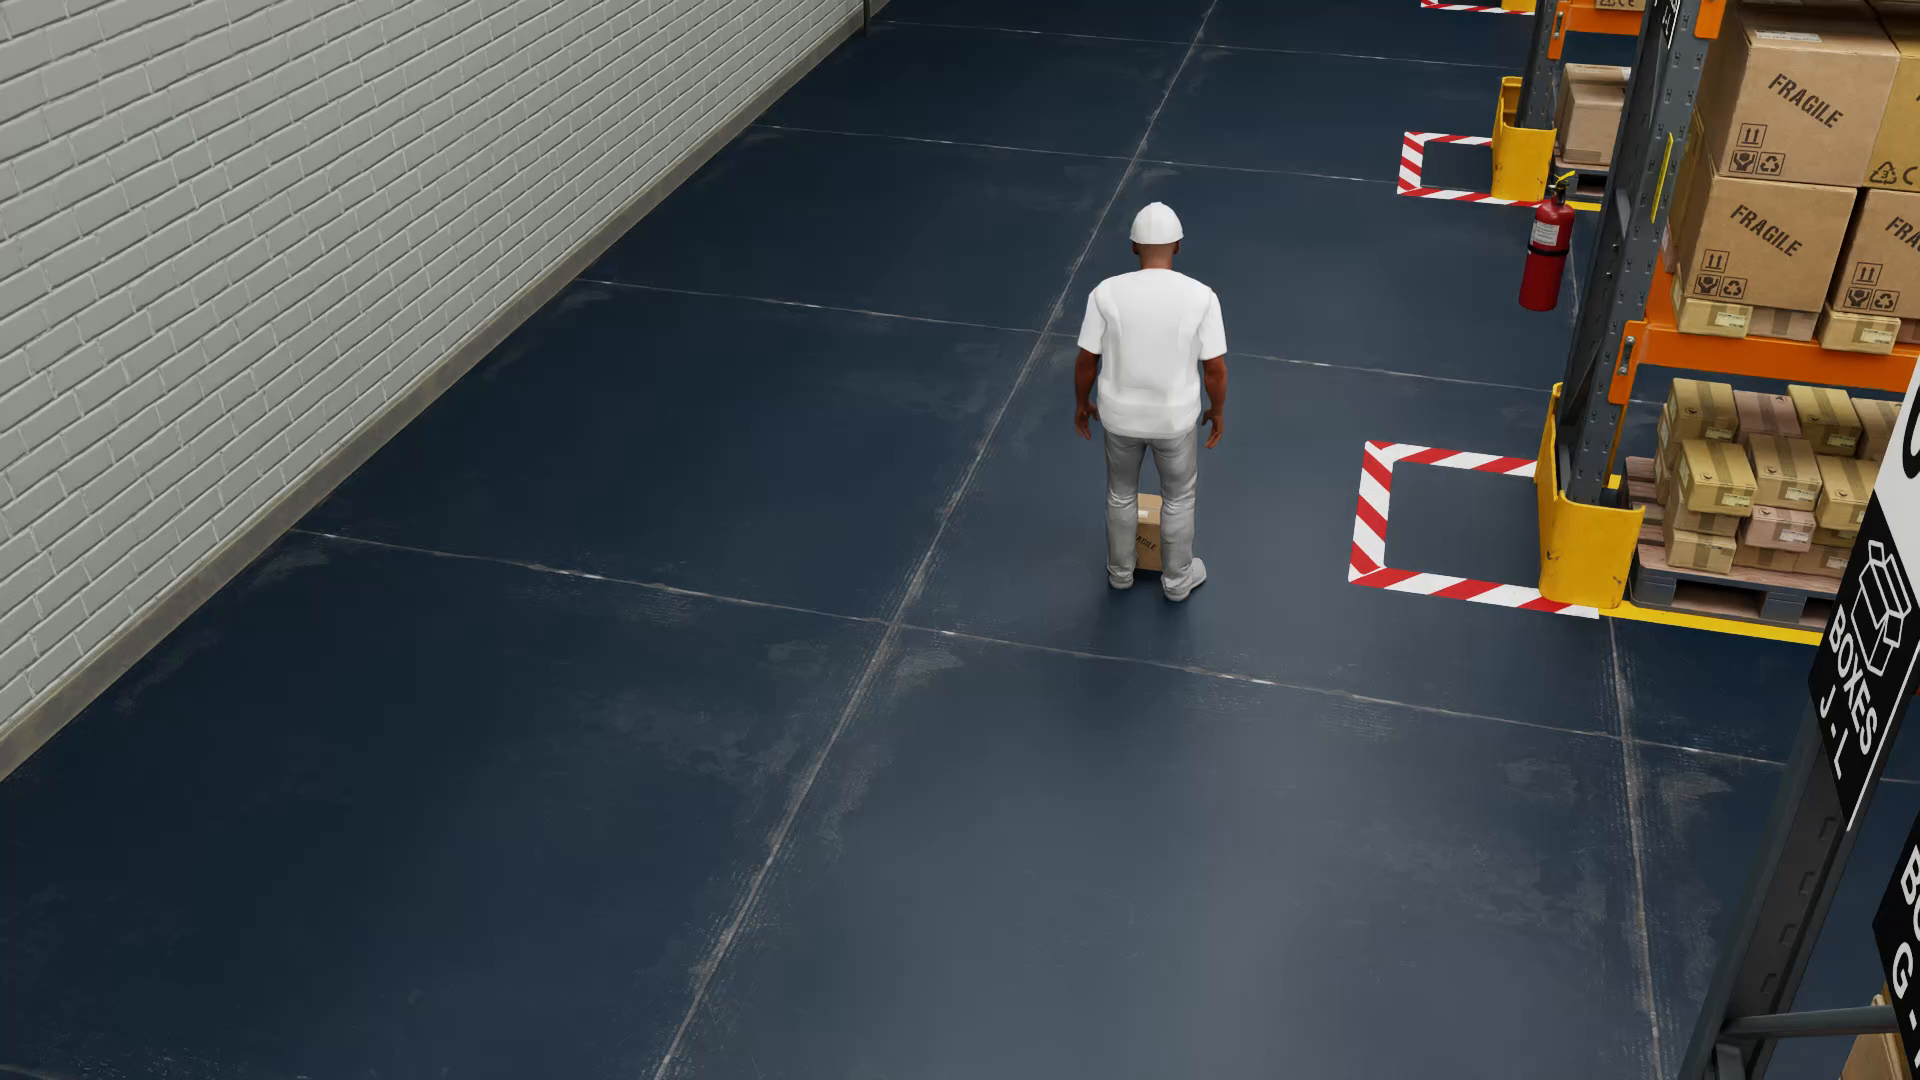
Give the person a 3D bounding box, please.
[{"bbox_3d":[0.795,-0.551,6.983,0.633,1.759,0.462,6,33,9],"label":"person"}]
